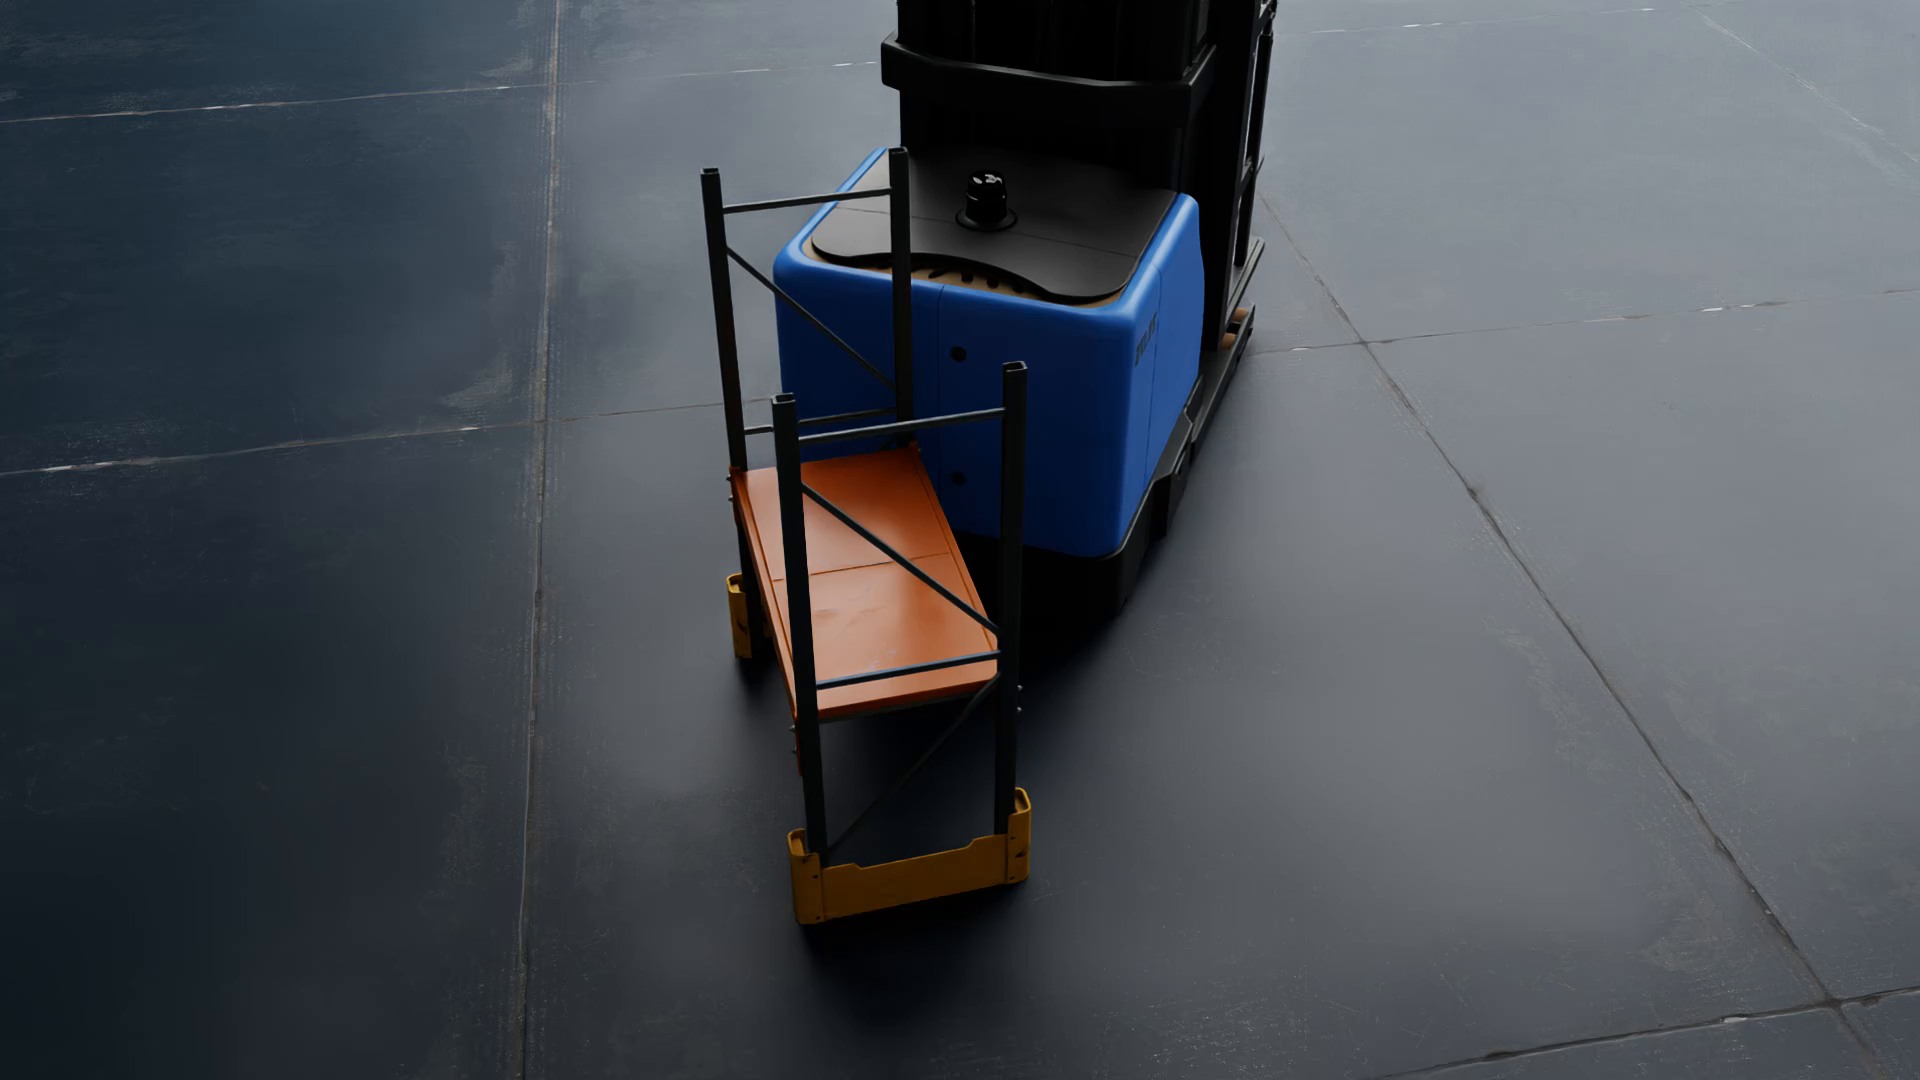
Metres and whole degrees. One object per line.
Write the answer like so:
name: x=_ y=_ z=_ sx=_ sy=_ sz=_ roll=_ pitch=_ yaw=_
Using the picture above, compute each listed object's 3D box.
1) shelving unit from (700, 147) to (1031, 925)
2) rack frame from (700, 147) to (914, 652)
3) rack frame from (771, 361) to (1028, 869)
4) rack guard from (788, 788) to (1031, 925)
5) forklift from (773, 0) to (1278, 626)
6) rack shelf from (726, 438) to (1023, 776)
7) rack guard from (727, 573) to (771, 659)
shelving unit: x=-0.244 y=-0.018 z=4.051 sx=0.587 sy=1.500 sz=1.083 roll=-9 pitch=39 yaw=-11
rack frame: x=-0.370 y=-0.315 z=4.433 sx=0.500 sy=1.500 sz=0.032 roll=-9 pitch=39 yaw=-11
rack frame: x=-0.114 y=0.289 z=3.656 sx=0.500 sy=1.500 sz=0.032 roll=-9 pitch=39 yaw=-11
rack guard: x=-0.119 y=0.771 z=4.054 sx=0.587 sy=0.250 sz=0.087 roll=-9 pitch=39 yaw=-11
forklift: x=0.448 y=-1.817 z=5.200 sx=1.130 sy=2.935 sz=3.031 roll=12 pitch=40 yaw=15
rack shelf: x=-0.242 y=0.129 z=4.155 sx=0.538 sy=0.185 sz=1.000 roll=-9 pitch=39 yaw=-11
rack guard: x=-0.370 y=0.179 z=4.815 sx=0.587 sy=0.250 sz=0.087 roll=-9 pitch=39 yaw=-11
